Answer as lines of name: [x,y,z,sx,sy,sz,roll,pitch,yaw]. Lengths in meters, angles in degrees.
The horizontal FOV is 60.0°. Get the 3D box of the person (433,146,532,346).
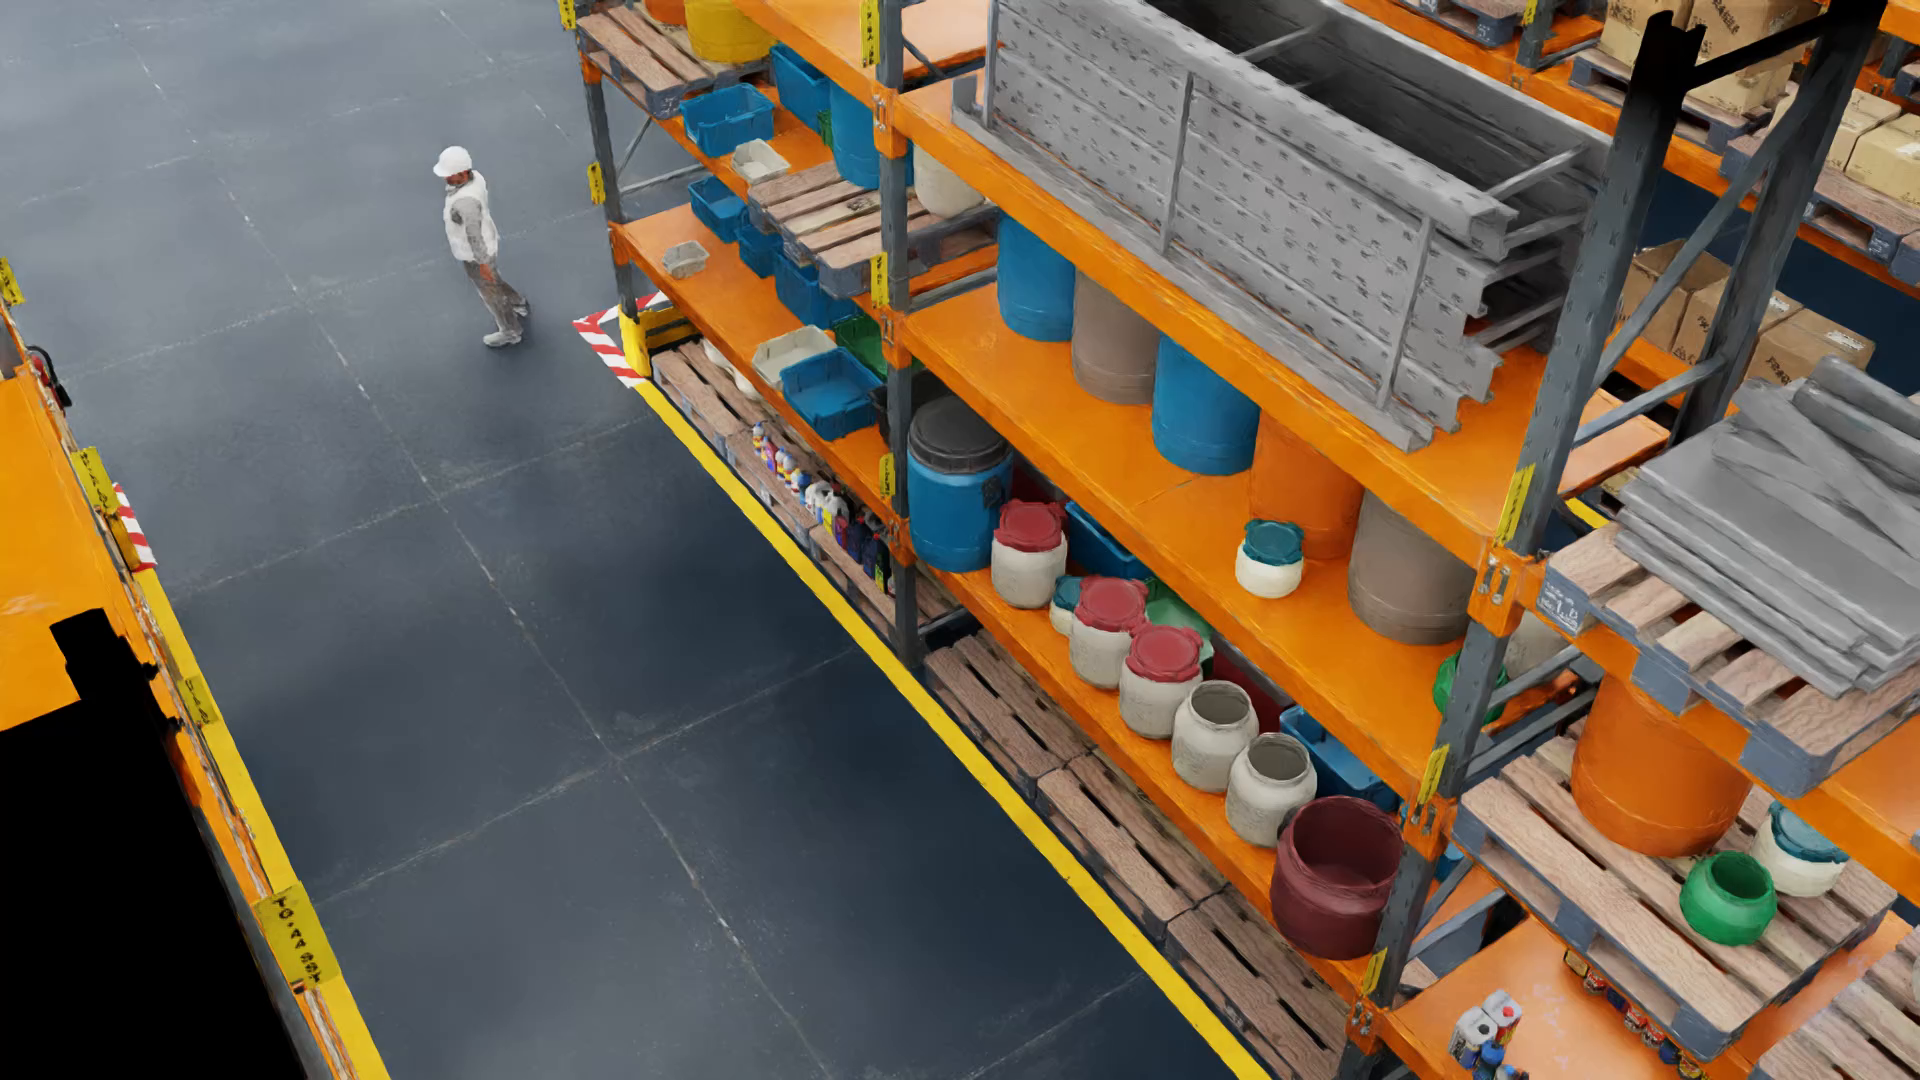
person: [-3.710,-2.318,12.962,0.470,1.763,0.695,-5,43,-5]
